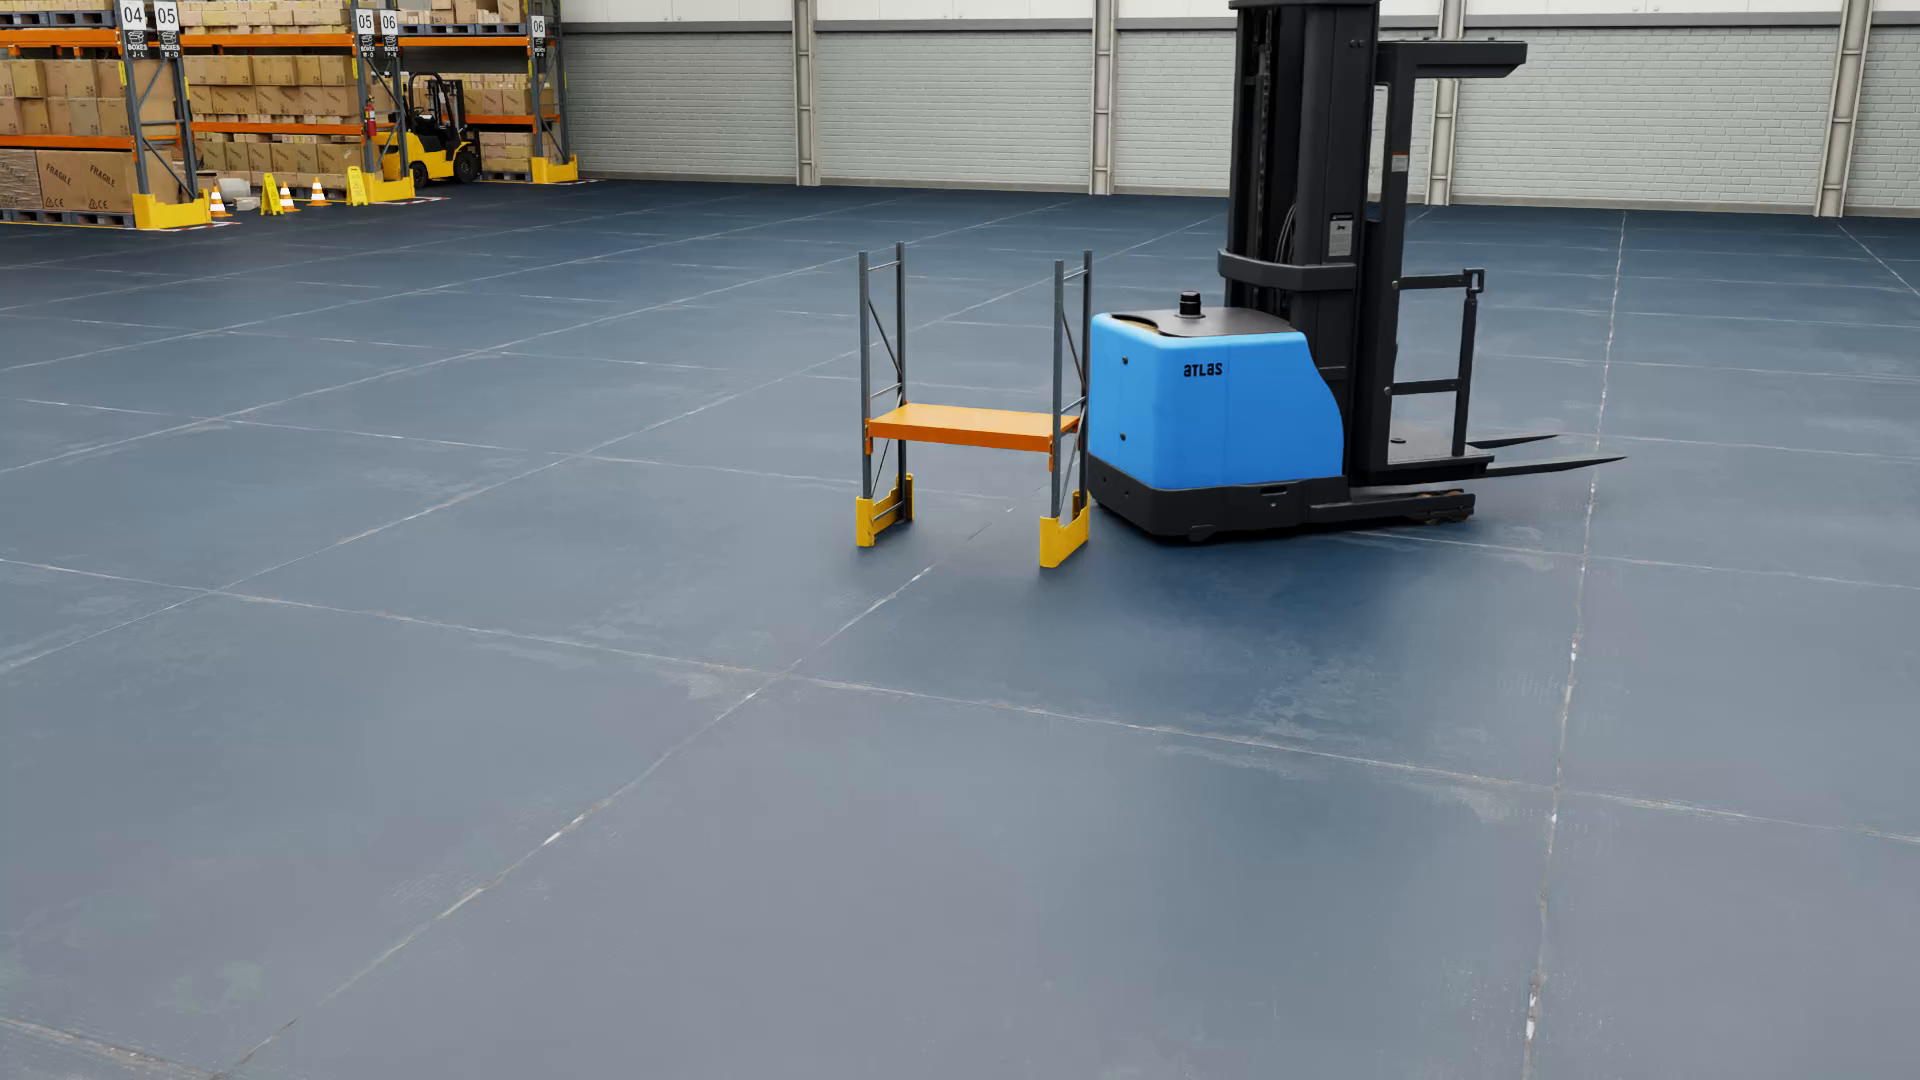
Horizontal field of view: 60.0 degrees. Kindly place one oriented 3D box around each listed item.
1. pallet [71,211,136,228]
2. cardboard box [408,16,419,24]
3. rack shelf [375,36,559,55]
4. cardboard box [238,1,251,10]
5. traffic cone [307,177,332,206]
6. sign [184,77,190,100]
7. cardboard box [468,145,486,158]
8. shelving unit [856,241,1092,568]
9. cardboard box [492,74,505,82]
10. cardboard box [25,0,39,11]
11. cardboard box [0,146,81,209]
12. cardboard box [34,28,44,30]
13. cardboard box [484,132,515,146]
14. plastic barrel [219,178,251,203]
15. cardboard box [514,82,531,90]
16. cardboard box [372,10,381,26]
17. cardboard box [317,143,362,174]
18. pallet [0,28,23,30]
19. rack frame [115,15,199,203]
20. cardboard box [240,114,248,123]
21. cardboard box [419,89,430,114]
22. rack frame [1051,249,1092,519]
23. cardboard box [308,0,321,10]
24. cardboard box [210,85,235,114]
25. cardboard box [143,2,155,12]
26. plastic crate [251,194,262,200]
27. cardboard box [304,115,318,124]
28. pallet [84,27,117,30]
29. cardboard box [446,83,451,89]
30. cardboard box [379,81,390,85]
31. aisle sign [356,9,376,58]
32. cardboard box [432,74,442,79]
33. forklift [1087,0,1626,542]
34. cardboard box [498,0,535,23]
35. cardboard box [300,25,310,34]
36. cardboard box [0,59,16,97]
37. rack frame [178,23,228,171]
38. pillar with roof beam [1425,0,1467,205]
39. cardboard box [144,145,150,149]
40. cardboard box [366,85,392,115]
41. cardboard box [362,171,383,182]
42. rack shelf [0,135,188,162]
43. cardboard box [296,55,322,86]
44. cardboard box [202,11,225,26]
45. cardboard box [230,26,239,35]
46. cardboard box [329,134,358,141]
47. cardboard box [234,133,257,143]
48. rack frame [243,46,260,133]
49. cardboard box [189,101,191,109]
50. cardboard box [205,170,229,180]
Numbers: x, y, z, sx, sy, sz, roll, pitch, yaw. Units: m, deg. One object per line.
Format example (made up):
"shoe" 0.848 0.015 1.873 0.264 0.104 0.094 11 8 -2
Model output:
"pallet" -12.551 -4.875 25.088 1.213 0.211 1.003 6 17 21
"cardboard box" -10.939 -10.510 33.634 0.250 0.149 0.380 7 18 22
"rack shelf" -10.099 -10.034 33.767 4.000 0.370 1.077 6 17 21
"cardboard box" -12.373 -9.323 29.047 0.250 0.149 0.380 6 17 20
"traffic cone" -10.930 -5.938 28.298 0.334 0.463 0.336 6 17 21
"sign" -11.570 -6.750 24.849 0.005 0.325 0.100 6 17 21
"cardboard box" -9.757 -7.926 33.877 0.500 0.250 0.500 6 17 19
"shelving unit" 0.071 -0.712 8.438 1.083 1.500 0.587 6 17 21
"cardboard box" -9.144 -9.256 33.300 0.250 0.149 0.380 7 17 22
"cardboard box" -13.394 -7.798 24.294 0.250 0.149 0.380 6 17 21
"cardboard box" -14.101 -5.569 25.536 0.875 0.875 0.875 6 17 21
"cardboard box" -17.031 -9.539 31.011 0.258 0.266 0.396 6 17 21
"cardboard box" -9.259 -8.113 33.624 0.500 0.250 0.500 7 17 22
"plastic barrel" -12.534 -6.028 28.679 0.512 0.421 0.421 -9 18 -27
"cardboard box" -8.664 -9.057 33.148 0.250 0.149 0.380 7 17 21
"cardboard box" -10.427 -9.079 28.921 0.500 0.250 0.500 6 17 20
"cardboard box" -10.898 -6.702 29.214 0.500 0.500 0.500 6 17 21
"pallet" -18.117 -9.667 31.551 1.003 0.211 1.213 7 18 23
"rack frame" -11.779 -6.153 24.487 0.127 3.000 1.000 6 17 21
"cardboard box" -12.613 -7.535 29.698 0.250 0.149 0.380 6 17 20
"cardboard box" -10.681 -8.978 34.040 0.500 0.500 0.500 6 17 20
"rack frame" 0.552 -0.660 8.255 0.032 1.500 0.500 6 17 21
"cardboard box" -10.950 -9.165 28.504 0.250 0.149 0.380 6 17 20
"cardboard box" -12.995 -7.884 29.739 0.500 0.500 0.500 6 17 20
"cardboard box" -11.980 -7.840 24.439 0.250 0.149 0.380 6 17 21
"plastic crate" -12.618 -6.081 29.476 0.583 0.080 0.402 0 16 1
"cardboard box" -11.241 -7.356 29.084 0.250 0.149 0.380 7 17 22
"pallet" -15.279 -9.402 30.638 1.003 0.211 1.213 6 17 21
"cardboard box" -10.329 -9.239 33.776 0.250 0.149 0.380 6 17 19
"cardboard box" -11.760 -9.402 34.338 0.250 0.149 0.380 6 17 20
"aisle sign" -10.105 -8.614 28.301 0.004 0.787 0.394 6 17 21
"cardboard box" -10.545 -9.425 33.884 0.250 0.149 0.380 6 17 20
"forklift" 2.270 -1.622 9.005 3.031 2.935 1.130 -5 17 -18
"cardboard box" -8.740 -10.455 32.814 0.500 0.500 0.500 7 18 22
"cardboard box" -11.181 -8.827 28.769 0.250 0.149 0.380 6 17 21
"cardboard box" -14.163 -6.989 25.161 0.550 0.550 0.875 6 17 21
"rack frame" -13.778 -7.856 30.354 0.127 3.000 1.000 6 17 21
"pillar with roof beam" 6.609 -8.963 23.406 0.400 9.000 9.100 6 17 21
"cardboard box" -18.073 -8.751 37.169 0.500 0.500 0.500 6 17 19
"cardboard box" -10.396 -7.758 29.304 0.500 0.500 0.500 6 17 20
"cardboard box" -10.706 -6.482 29.801 0.500 0.250 0.500 6 17 20
"rack shelf" -13.639 -6.012 25.292 4.000 0.370 1.077 6 17 21
"cardboard box" -11.080 -8.167 28.920 0.500 0.500 0.700 6 17 21
"cardboard box" -12.986 -9.201 29.342 0.500 0.250 0.500 6 17 20
"cardboard box" -12.621 -8.976 29.283 0.250 0.149 0.380 6 17 19
"cardboard box" -13.168 -8.337 35.517 0.625 0.625 0.875 6 17 20
"cardboard box" -12.755 -7.198 29.758 0.250 0.149 0.380 7 18 23
"rack frame" -15.681 -9.553 36.199 0.127 3.000 1.000 6 17 21
"cardboard box" -14.176 -8.076 30.808 0.250 0.149 0.380 7 17 21
"cardboard box" -13.328 -6.607 30.230 0.500 0.250 0.500 5 17 18
